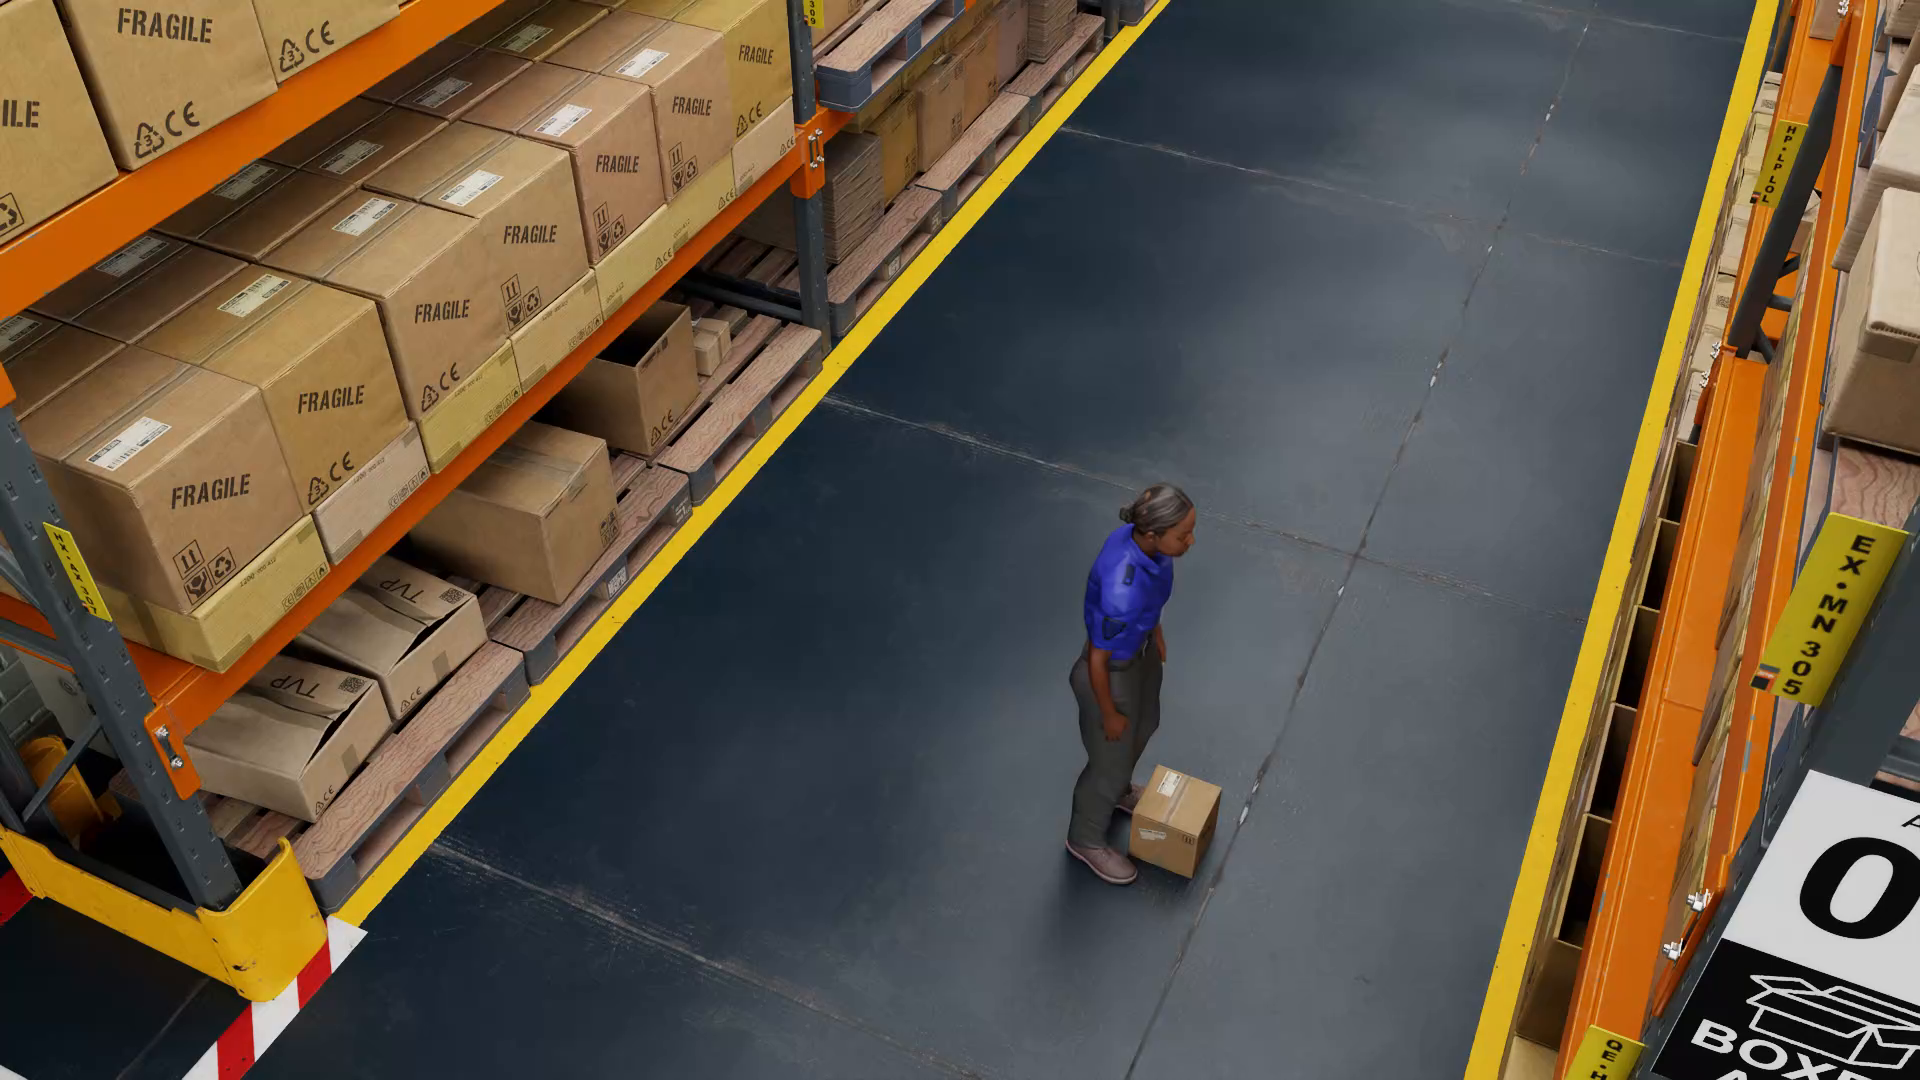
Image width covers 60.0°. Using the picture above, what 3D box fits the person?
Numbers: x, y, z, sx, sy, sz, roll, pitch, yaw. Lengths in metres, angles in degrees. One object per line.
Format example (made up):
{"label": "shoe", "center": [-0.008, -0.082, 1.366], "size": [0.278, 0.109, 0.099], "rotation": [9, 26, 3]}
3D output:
{"label": "person", "center": [0.568, 0.452, 5.666], "size": [0.347, 1.655, 0.507], "rotation": [18, 45, 18]}
